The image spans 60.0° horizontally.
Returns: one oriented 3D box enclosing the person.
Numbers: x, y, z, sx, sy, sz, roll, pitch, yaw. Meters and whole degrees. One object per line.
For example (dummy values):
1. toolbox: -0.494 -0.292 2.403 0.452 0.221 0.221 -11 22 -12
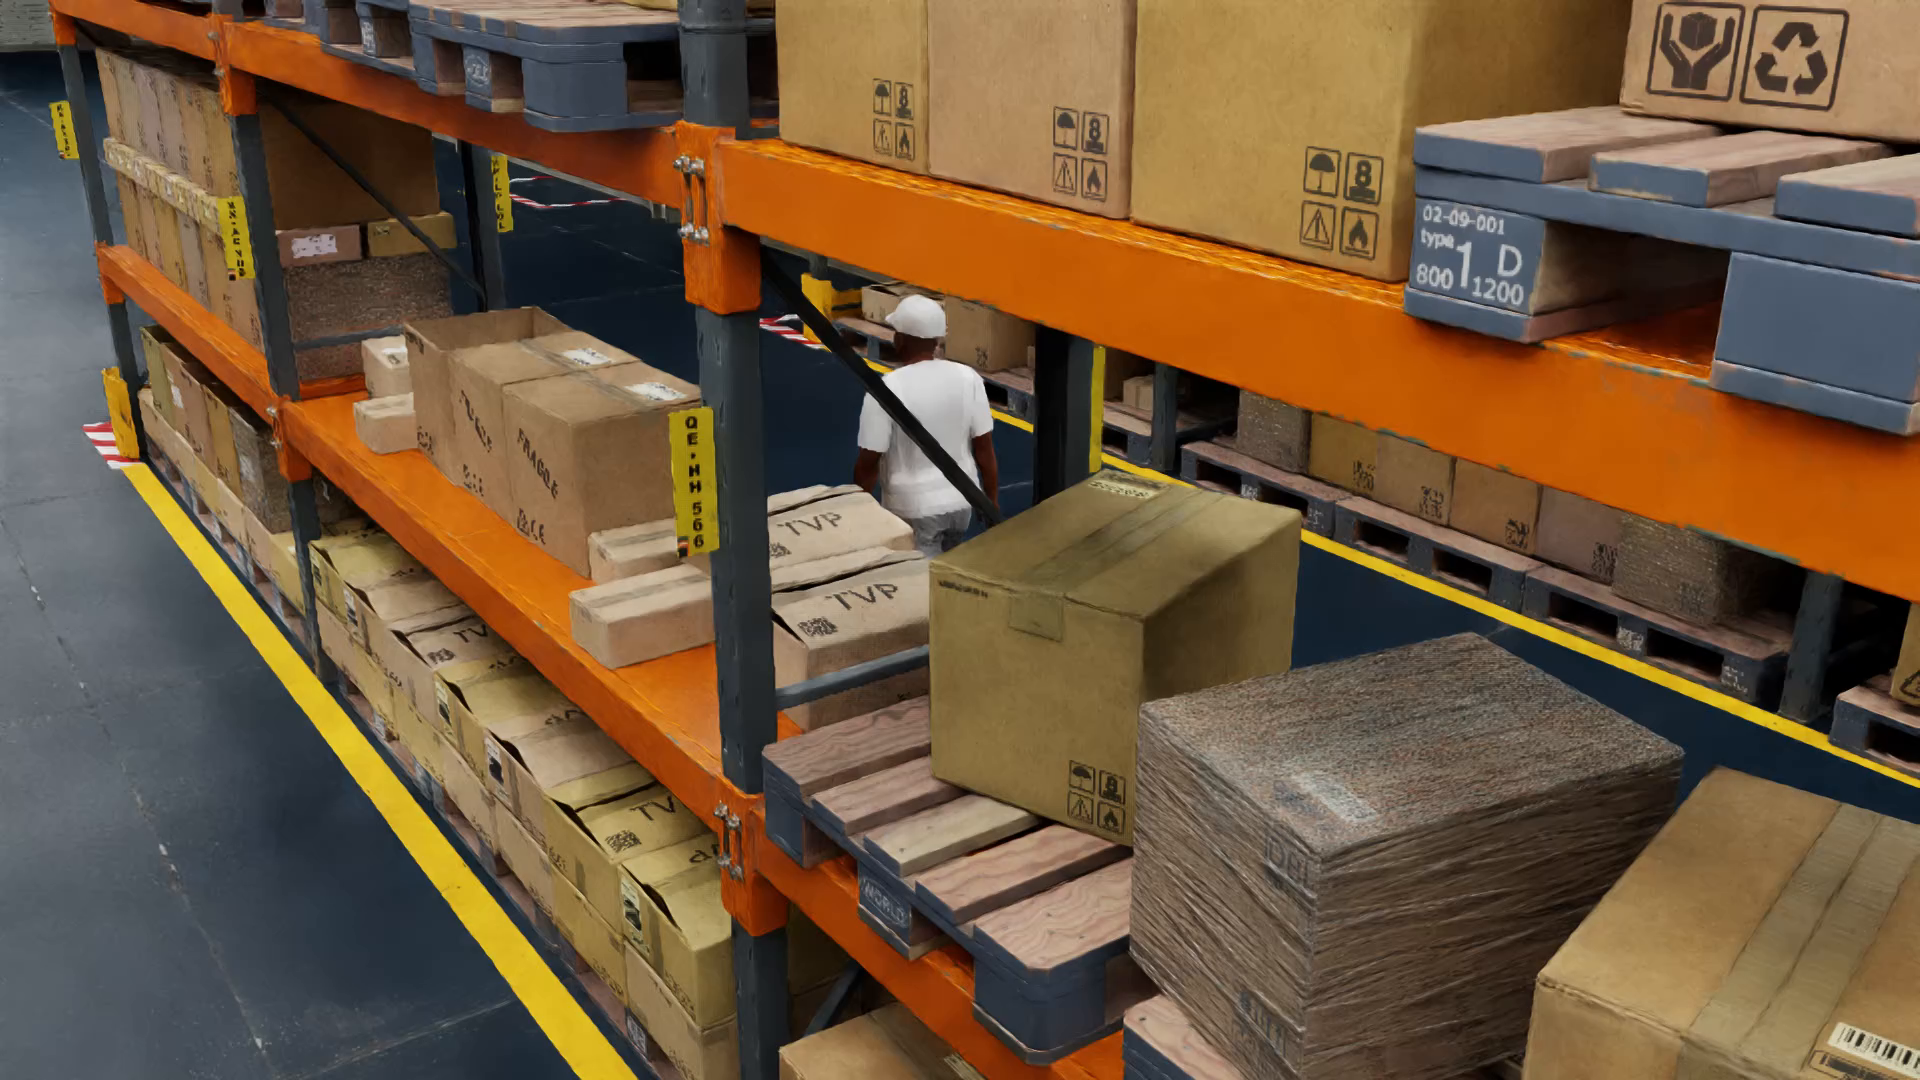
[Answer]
1. person: -0.192 -0.164 6.945 0.597 1.739 0.795 -14 25 -31
